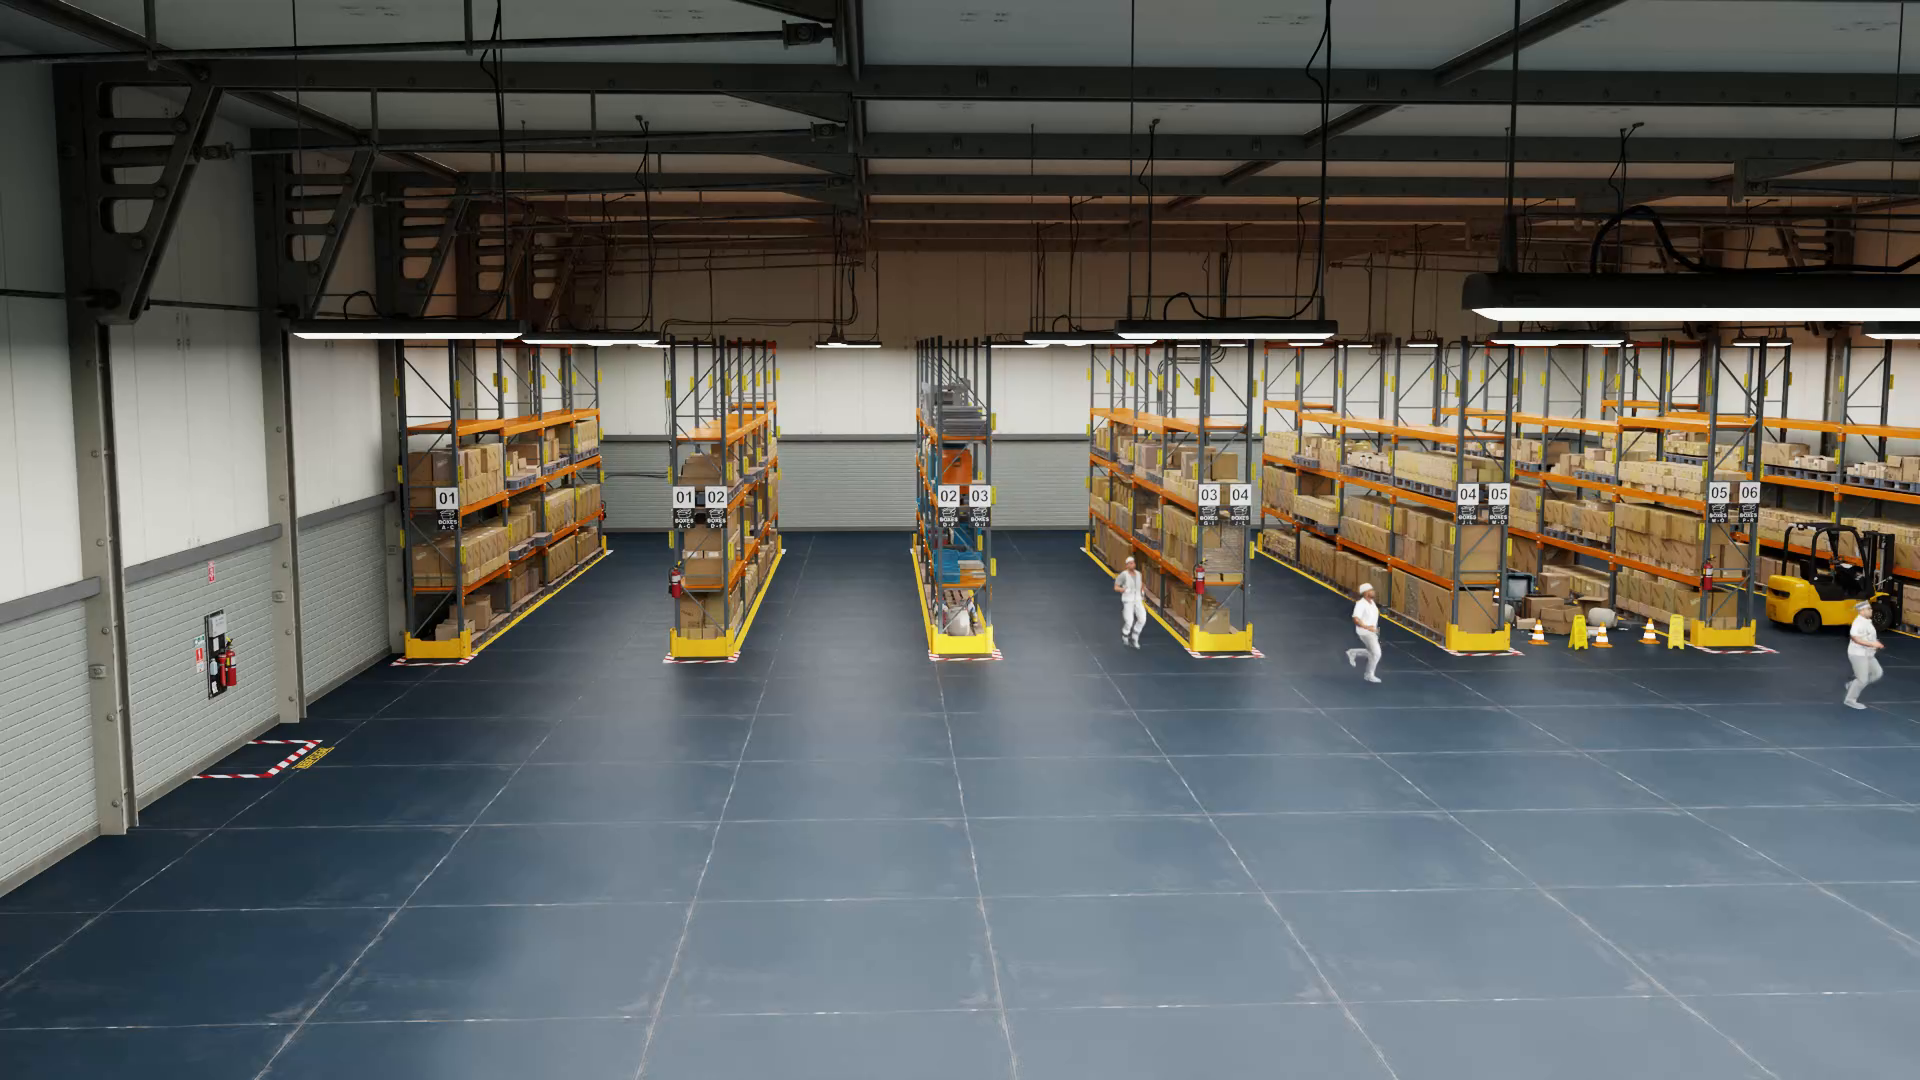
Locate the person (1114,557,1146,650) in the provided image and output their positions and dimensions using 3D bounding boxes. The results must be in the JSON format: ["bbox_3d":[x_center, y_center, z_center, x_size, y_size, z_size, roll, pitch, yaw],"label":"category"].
[{"bbox_3d":[3.293,1.216,31.991,0.722,1.803,0.630,-3,7,-24],"label":"person"}]

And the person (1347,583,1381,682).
[{"bbox_3d":[7.044,1.597,28.980,0.661,1.707,0.720,4,7,30],"label":"person"}]

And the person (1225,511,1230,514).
[{"bbox_3d":[7.414,-0.349,45.806,0.702,1.813,0.711,1,7,8],"label":"person"}]

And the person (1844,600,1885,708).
[{"bbox_3d":[14.525,1.828,26.659,0.553,1.754,0.694,6,9,41],"label":"person"}]
